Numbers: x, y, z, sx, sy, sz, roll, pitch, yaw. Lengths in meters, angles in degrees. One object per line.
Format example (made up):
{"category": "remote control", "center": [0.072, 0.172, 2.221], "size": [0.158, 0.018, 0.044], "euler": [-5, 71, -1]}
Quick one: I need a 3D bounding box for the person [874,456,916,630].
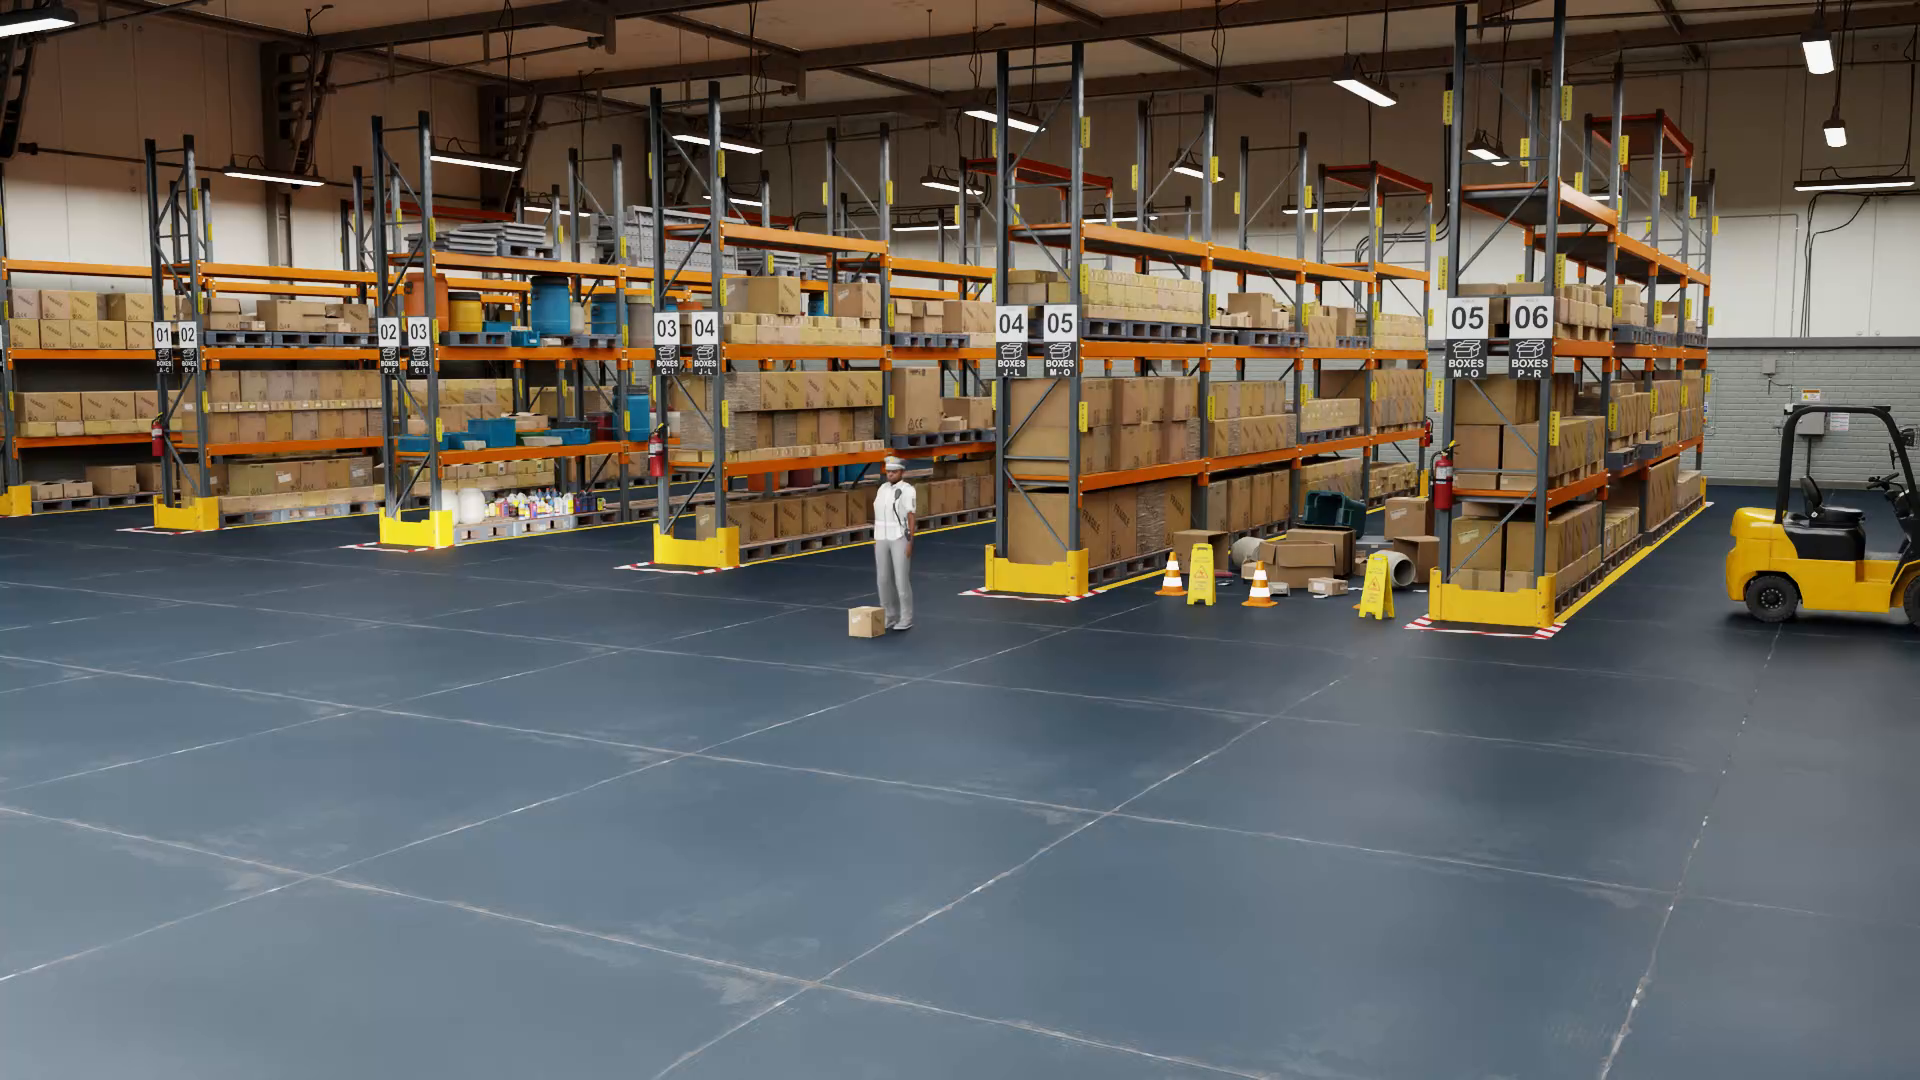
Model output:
{"category": "person", "center": [-0.635, 0.029, 16.077], "size": [0.436, 1.688, 0.340], "euler": [4, 7, 30]}
